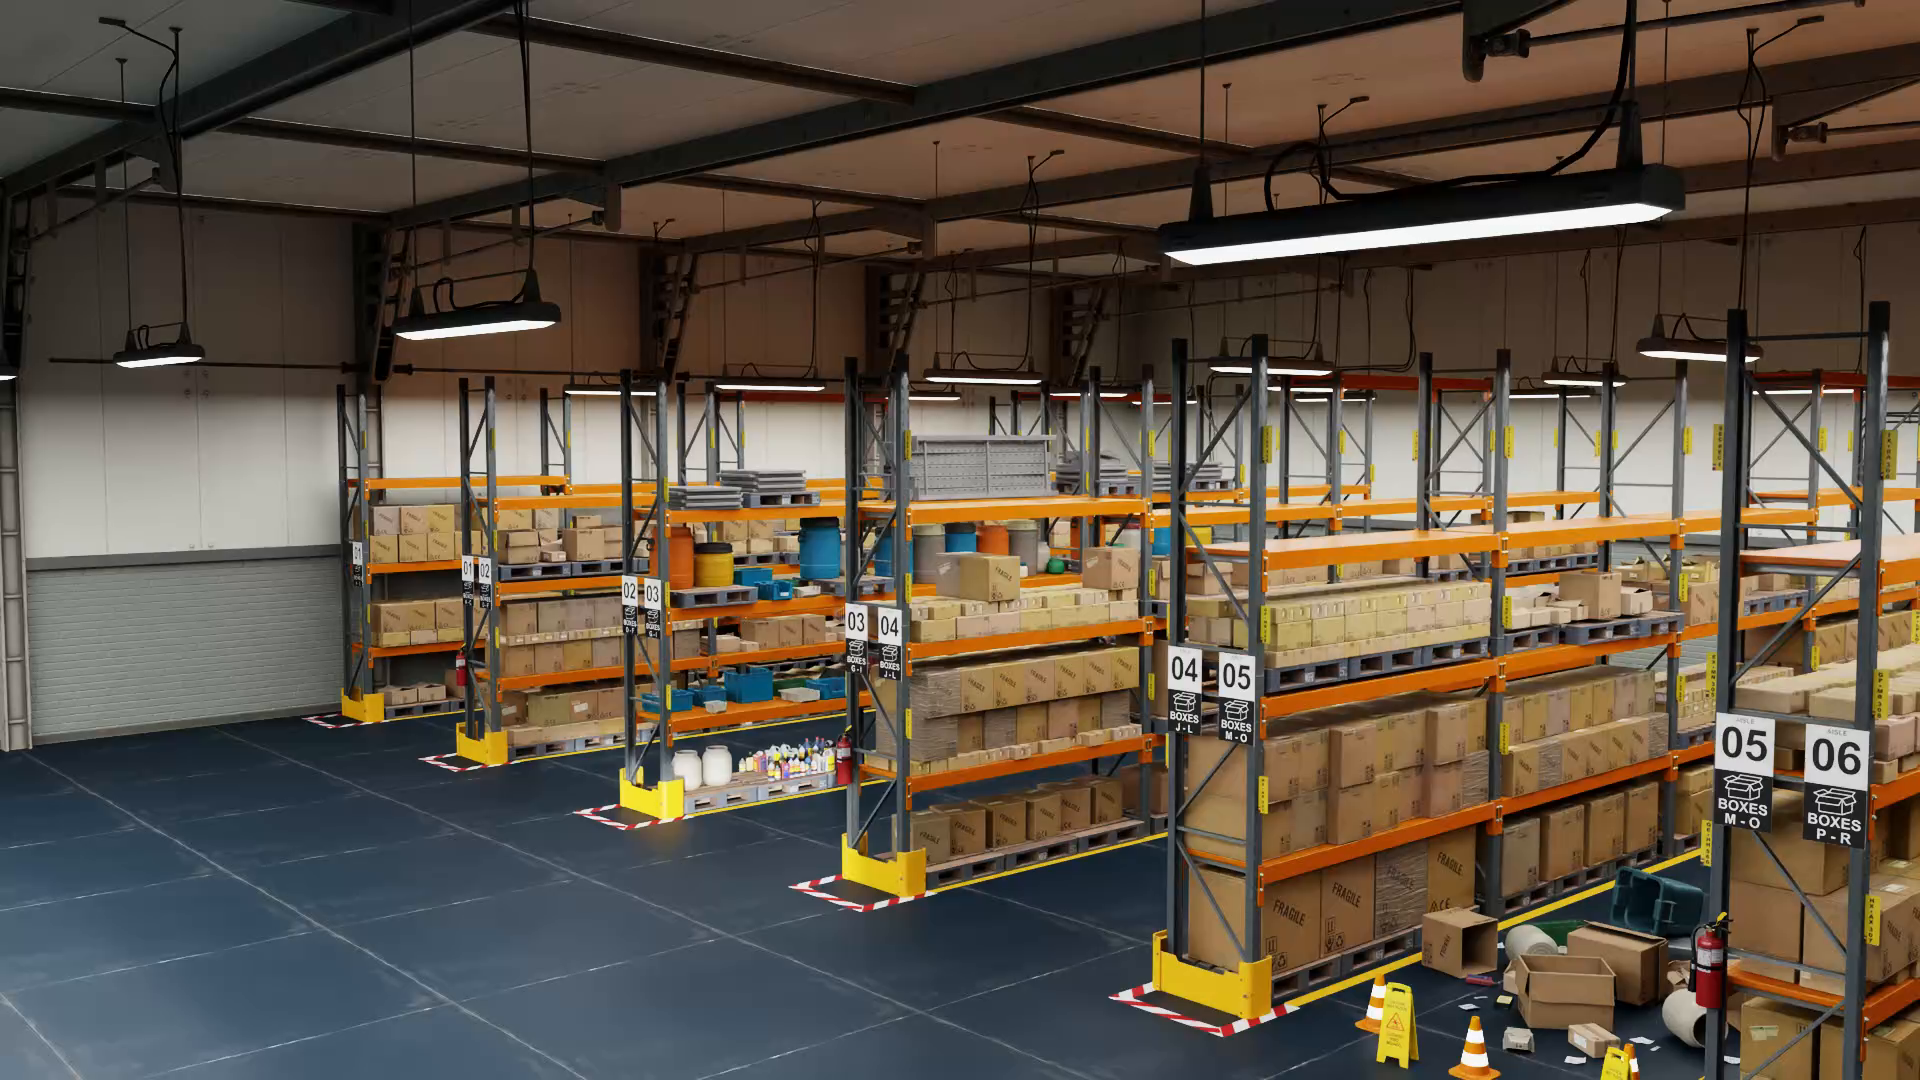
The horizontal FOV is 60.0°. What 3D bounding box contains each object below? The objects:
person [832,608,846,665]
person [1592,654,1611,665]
[{"bbox_3d":[-2.407,2.175,34.088,0.516,1.537,0.666,3,5,41],"label":"person"},{"bbox_3d":[11.426,2.364,30.413,0.693,1.668,1.126,-2,4,-28],"label":"person"}]
